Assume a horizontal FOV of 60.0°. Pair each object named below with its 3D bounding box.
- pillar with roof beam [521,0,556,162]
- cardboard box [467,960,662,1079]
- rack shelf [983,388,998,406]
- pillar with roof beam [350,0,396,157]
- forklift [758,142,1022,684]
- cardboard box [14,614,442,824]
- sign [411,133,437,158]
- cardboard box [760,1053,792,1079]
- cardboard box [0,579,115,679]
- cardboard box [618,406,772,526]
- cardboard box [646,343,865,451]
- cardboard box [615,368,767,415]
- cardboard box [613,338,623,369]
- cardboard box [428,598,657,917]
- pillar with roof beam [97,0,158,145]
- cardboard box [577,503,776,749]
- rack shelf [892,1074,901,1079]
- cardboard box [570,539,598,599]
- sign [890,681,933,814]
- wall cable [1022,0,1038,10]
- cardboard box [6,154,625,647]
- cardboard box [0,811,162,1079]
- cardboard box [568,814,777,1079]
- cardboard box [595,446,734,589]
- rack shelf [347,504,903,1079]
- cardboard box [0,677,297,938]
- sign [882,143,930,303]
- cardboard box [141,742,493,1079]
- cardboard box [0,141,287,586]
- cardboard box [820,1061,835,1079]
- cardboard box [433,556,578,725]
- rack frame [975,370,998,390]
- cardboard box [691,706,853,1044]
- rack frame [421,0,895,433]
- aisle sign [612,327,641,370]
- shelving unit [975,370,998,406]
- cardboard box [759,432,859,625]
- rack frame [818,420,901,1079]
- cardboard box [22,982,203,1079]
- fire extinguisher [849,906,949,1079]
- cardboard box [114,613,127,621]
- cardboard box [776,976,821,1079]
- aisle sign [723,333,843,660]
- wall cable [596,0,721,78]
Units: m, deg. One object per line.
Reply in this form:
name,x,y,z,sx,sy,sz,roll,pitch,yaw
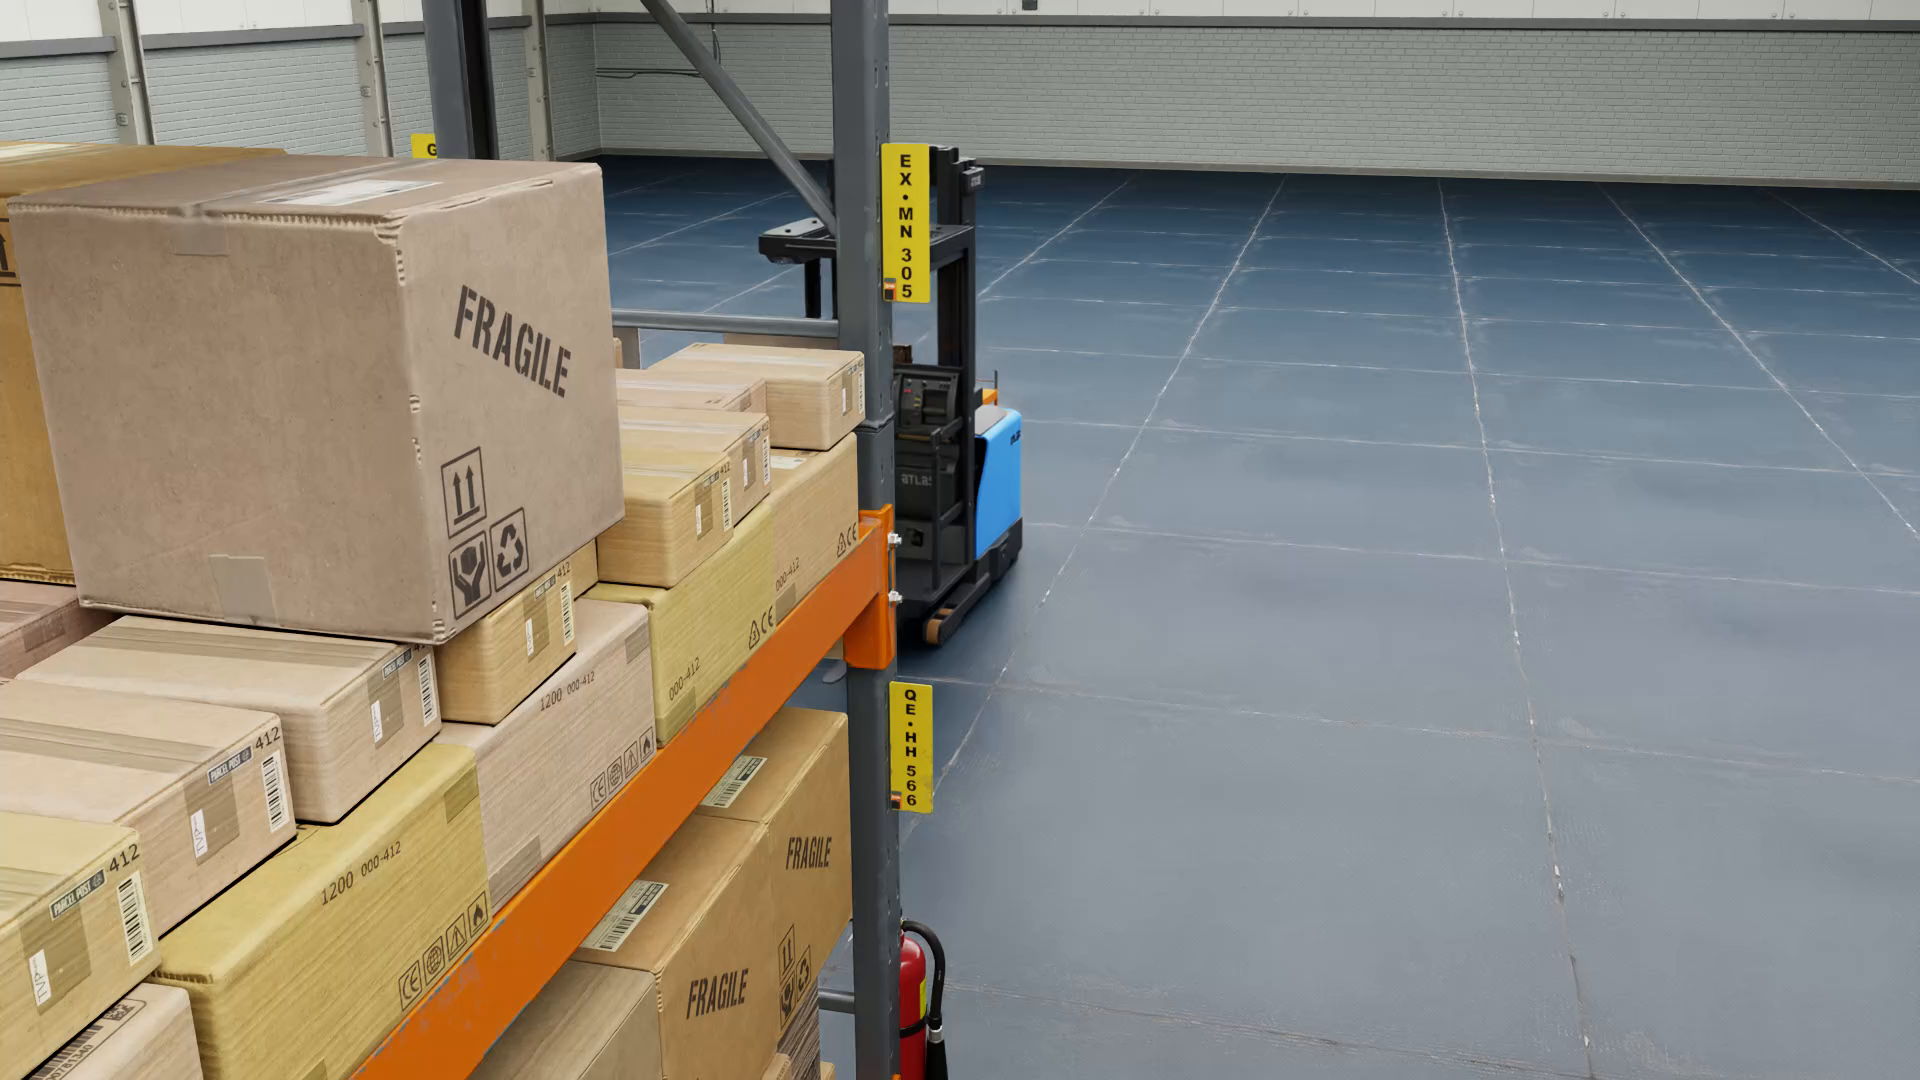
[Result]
pillar with roof beam,-4.609,-11.798,32.807,9.100,9.000,0.400,5,19,13
cardboard box,-0.782,0.974,2.532,0.500,0.500,0.500,5,19,13
rack shelf,0.080,-0.976,11.973,0.258,0.148,0.480,6,20,18
pillar with roof beam,-6.075,-9.918,27.302,9.100,9.000,0.400,5,19,13
forklift,-0.526,-0.882,10.236,1.130,2.935,3.031,6,20,18
cardboard box,-0.848,0.194,1.953,0.380,0.149,0.250,4,19,11
sign,-1.172,-0.746,3.737,0.100,0.325,0.005,5,19,13
cardboard box,-0.812,1.278,3.189,0.875,0.500,0.500,5,19,13
cardboard box,-1.304,0.148,2.089,0.380,0.149,0.250,4,19,13
cardboard box,-0.549,-0.129,2.898,0.380,0.149,0.250,4,19,11
cardboard box,-0.411,-0.295,3.386,0.380,0.149,0.250,5,19,13
cardboard box,-0.588,-0.223,3.174,0.380,0.149,0.250,4,19,12
cardboard box,-0.937,-0.339,3.514,0.380,0.149,0.250,5,19,13
cardboard box,-0.770,0.269,2.349,0.500,0.250,0.500,5,20,15
pillar with roof beam,-7.541,-8.037,21.796,9.100,9.000,0.400,5,19,13
cardboard box,-0.636,0.110,2.818,0.500,0.250,0.500,5,19,14
rack shelf,-1.134,2.097,2.519,1.077,0.370,4.000,5,19,13
cardboard box,-0.768,0.020,2.464,0.380,0.149,0.250,5,19,14
sign,-0.112,0.483,3.853,0.100,0.325,0.005,5,19,13
wall cable,2.420,-13.812,33.441,2.305,6.003,0.169,5,19,13
cardboard box,-0.779,-0.208,2.127,0.500,0.500,0.500,5,19,13
cardboard box,-0.963,0.357,1.475,0.380,0.149,0.250,4,19,12
cardboard box,-0.657,0.818,2.990,0.500,0.500,0.500,5,19,13
cardboard box,-0.587,-0.048,2.662,0.380,0.149,0.250,5,19,14
rack shelf,-1.134,0.678,2.034,1.077,0.370,4.000,5,19,13
cardboard box,-0.933,0.274,1.719,0.380,0.149,0.250,5,20,15
sign,-0.112,-0.658,3.464,0.100,0.325,0.005,5,19,13
cardboard box,-0.888,0.428,1.887,0.500,0.250,0.500,4,19,12
cardboard box,-1.270,-0.270,2.308,0.500,0.500,0.500,5,19,13
cardboard box,-0.515,1.355,3.970,0.380,0.149,0.250,5,19,13
cardboard box,-0.736,0.112,2.194,0.380,0.149,0.250,4,19,11
rack frame,0.160,-0.679,12.318,0.240,1.200,0.015,6,20,18
cardboard box,-0.540,0.661,3.451,0.500,0.500,0.500,5,19,13
rack frame,-0.646,-1.709,3.269,1.000,3.000,0.127,5,19,13
aisle sign,-0.921,-0.143,3.944,0.394,0.787,0.004,5,19,13
shelving unit,0.080,-0.604,12.100,0.258,1.200,0.503,6,20,18
cardboard box,-0.517,-0.047,3.276,0.500,0.250,0.500,5,20,15
rack frame,-0.646,1.130,4.238,1.000,3.000,0.127,5,19,13
cardboard box,-1.009,0.593,1.401,0.500,0.250,0.500,4,19,11
fire extinguisher,-0.171,1.167,4.249,0.296,0.674,0.183,5,19,13
cardboard box,-1.288,0.066,2.328,0.380,0.149,0.250,4,19,11
cardboard box,-0.807,1.112,3.676,0.875,0.500,0.500,5,19,13
aisle sign,-0.340,-0.096,3.806,0.394,0.787,0.004,5,19,13
wall cable,-6.782,-11.488,36.702,3.097,2.526,0.112,5,19,13
